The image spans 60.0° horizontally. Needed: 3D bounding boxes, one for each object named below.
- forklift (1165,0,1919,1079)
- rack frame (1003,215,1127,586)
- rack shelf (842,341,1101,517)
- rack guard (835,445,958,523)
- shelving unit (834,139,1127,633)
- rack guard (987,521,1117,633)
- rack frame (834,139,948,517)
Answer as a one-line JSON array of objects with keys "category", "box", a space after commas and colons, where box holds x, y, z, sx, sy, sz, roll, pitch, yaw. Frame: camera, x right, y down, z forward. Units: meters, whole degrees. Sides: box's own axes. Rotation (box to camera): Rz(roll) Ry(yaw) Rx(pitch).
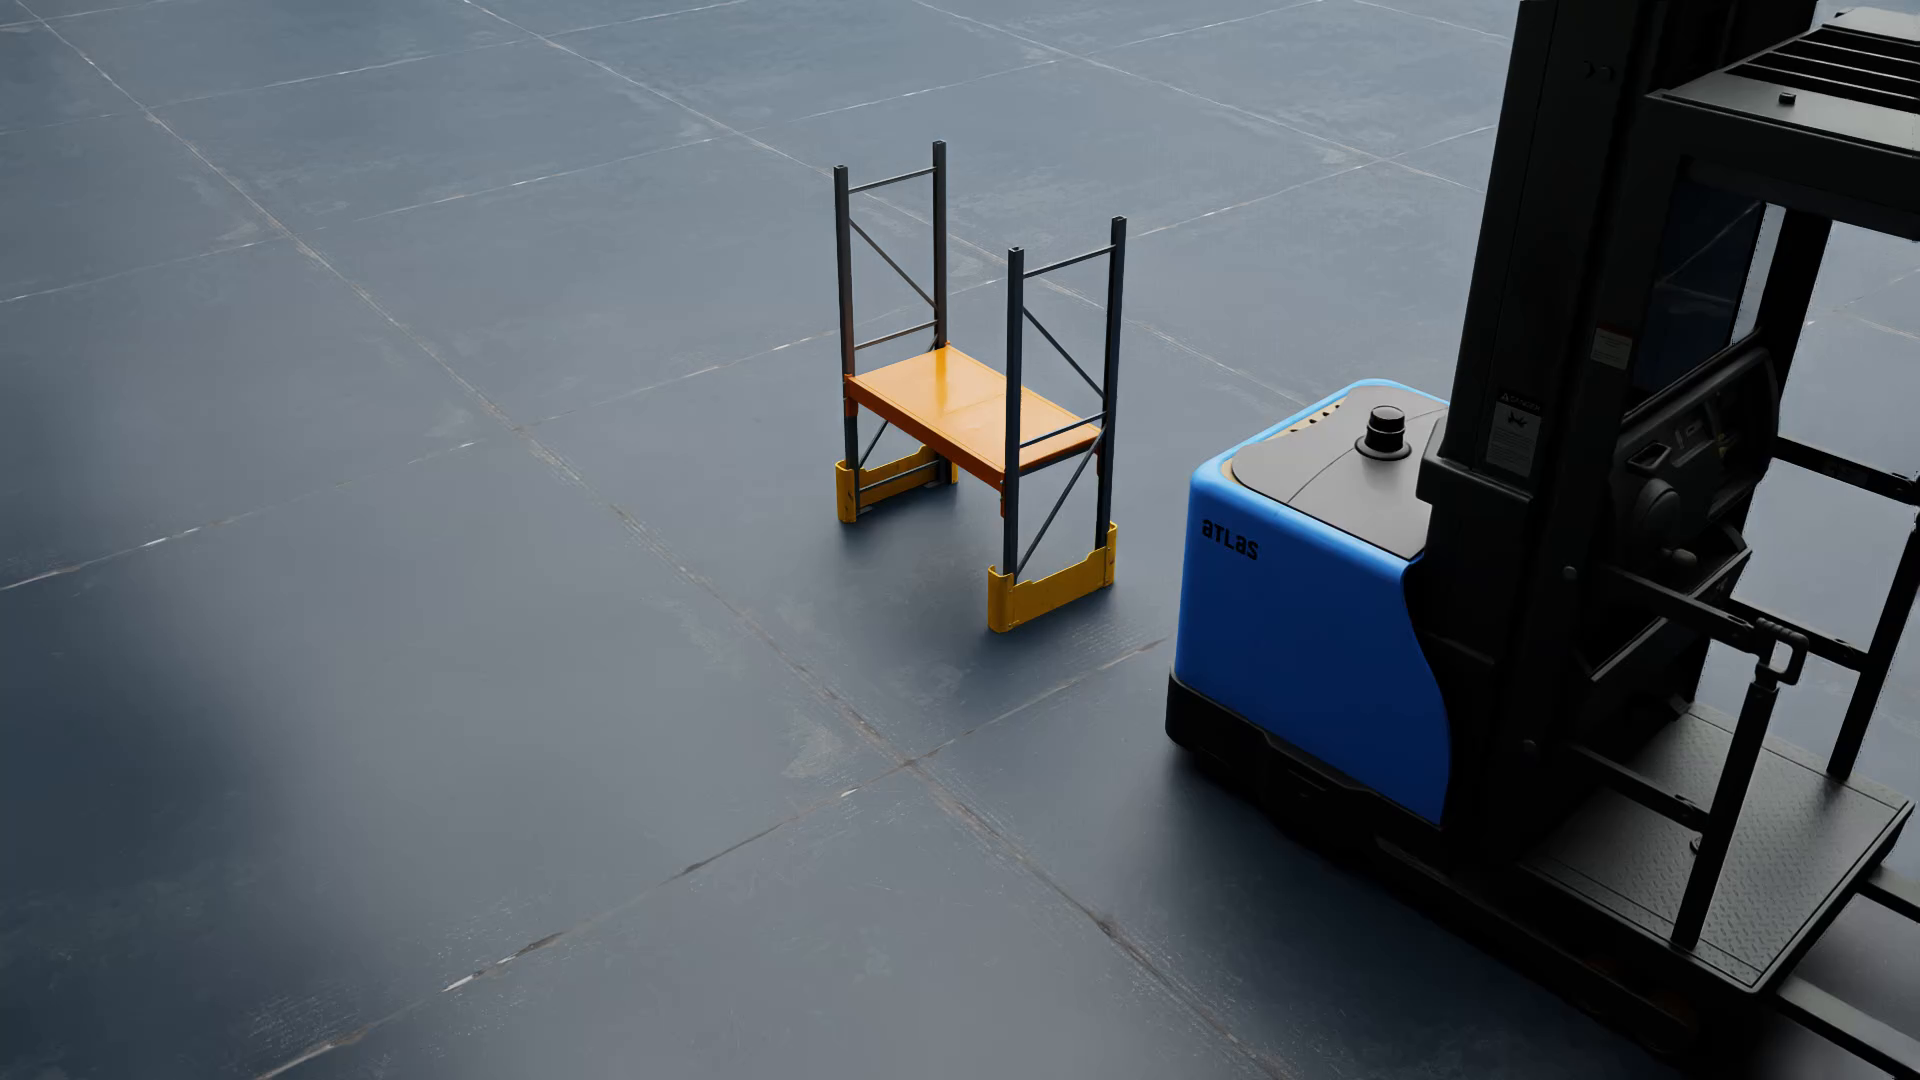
[{"category": "forklift", "box": [2.072, -0.164, 4.237, 1.130, 2.935, 3.031, -27, 41, -36]}, {"category": "rack frame", "box": [0.364, -0.390, 5.956, 0.500, 1.500, 0.032, -22, 38, -31]}, {"category": "rack shelf", "box": [0.052, -0.449, 6.392, 0.538, 0.185, 1.000, -22, 38, -31]}, {"category": "rack guard", "box": [-0.259, -0.282, 6.967, 0.587, 0.250, 0.087, -22, 38, -31]}, {"category": "shelving unit", "box": [0.047, -0.605, 6.303, 0.587, 1.500, 1.083, -22, 38, -31]}, {"category": "rack guard", "box": [0.352, 0.133, 6.299, 0.587, 0.250, 0.087, -22, 38, -31]}, {"category": "rack frame", "box": [-0.259, -0.813, 6.638, 0.500, 1.500, 0.032, -22, 38, -31]}]
